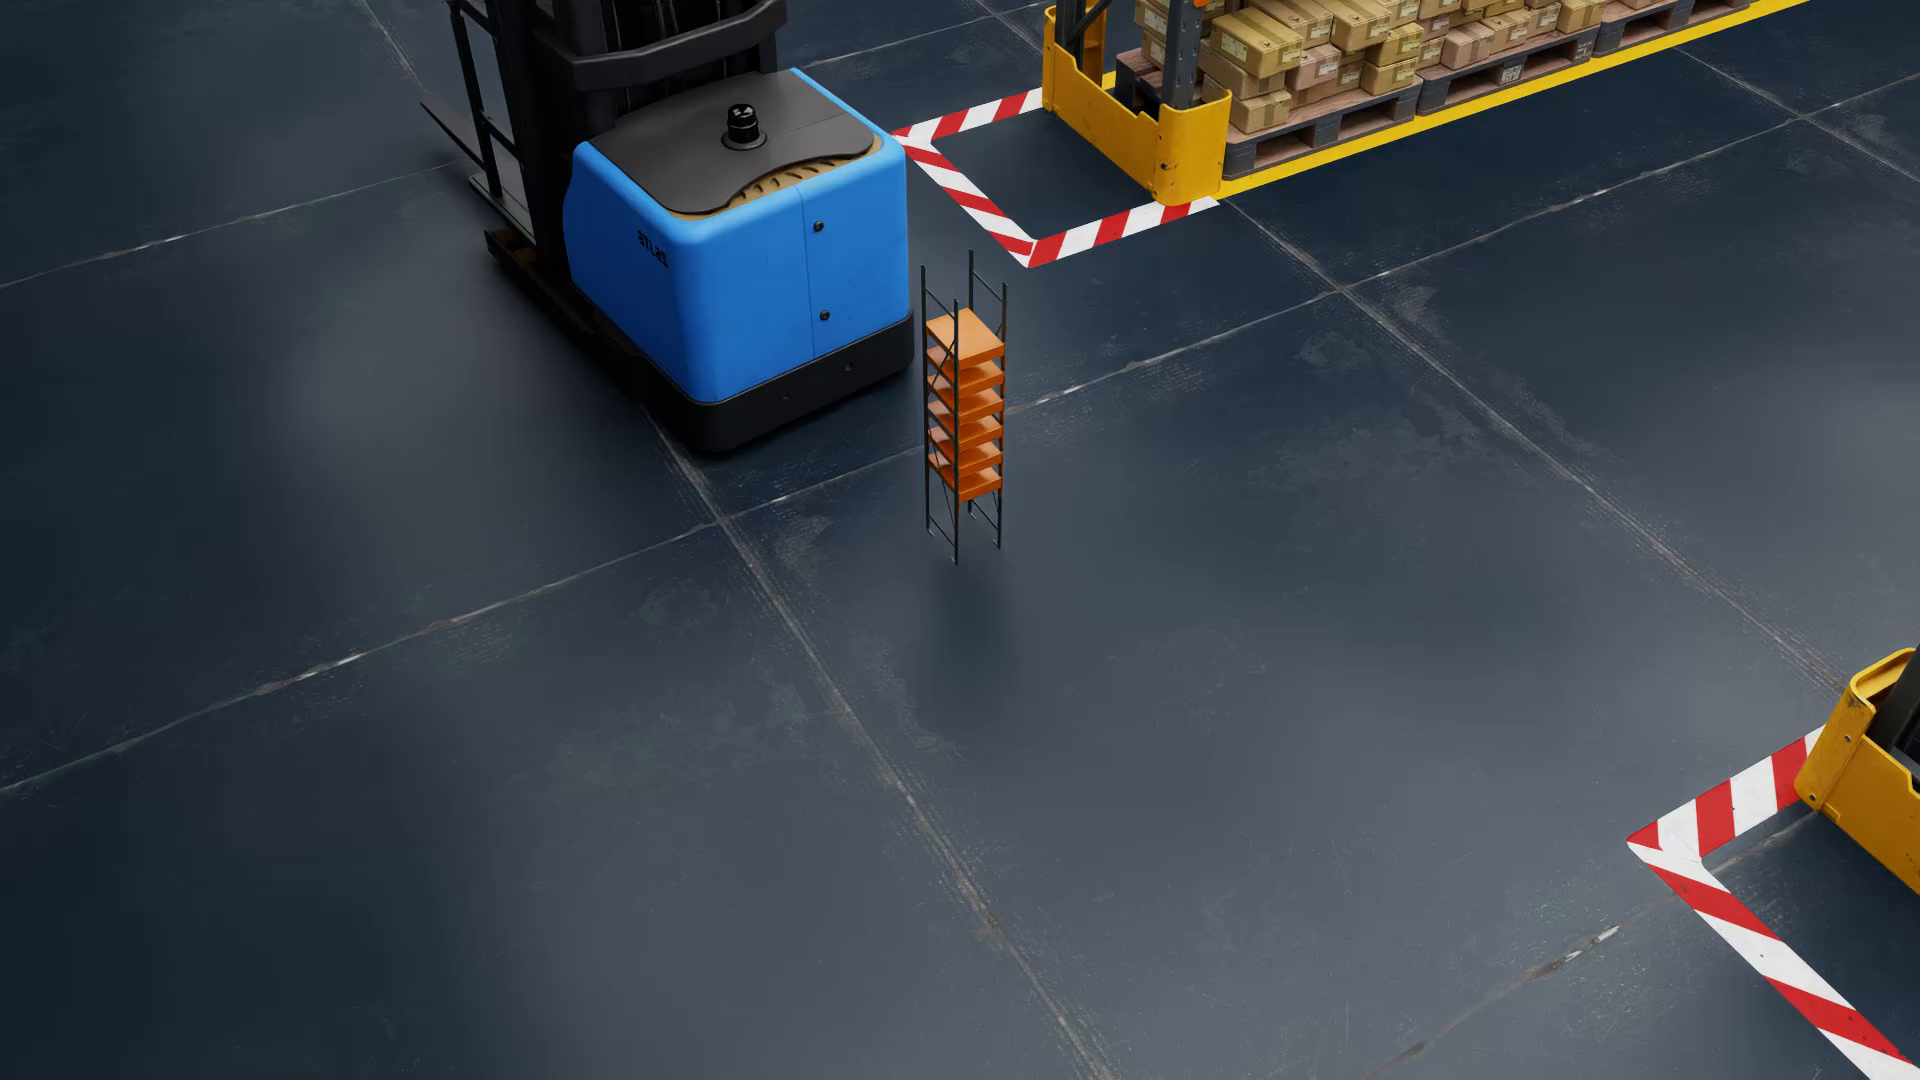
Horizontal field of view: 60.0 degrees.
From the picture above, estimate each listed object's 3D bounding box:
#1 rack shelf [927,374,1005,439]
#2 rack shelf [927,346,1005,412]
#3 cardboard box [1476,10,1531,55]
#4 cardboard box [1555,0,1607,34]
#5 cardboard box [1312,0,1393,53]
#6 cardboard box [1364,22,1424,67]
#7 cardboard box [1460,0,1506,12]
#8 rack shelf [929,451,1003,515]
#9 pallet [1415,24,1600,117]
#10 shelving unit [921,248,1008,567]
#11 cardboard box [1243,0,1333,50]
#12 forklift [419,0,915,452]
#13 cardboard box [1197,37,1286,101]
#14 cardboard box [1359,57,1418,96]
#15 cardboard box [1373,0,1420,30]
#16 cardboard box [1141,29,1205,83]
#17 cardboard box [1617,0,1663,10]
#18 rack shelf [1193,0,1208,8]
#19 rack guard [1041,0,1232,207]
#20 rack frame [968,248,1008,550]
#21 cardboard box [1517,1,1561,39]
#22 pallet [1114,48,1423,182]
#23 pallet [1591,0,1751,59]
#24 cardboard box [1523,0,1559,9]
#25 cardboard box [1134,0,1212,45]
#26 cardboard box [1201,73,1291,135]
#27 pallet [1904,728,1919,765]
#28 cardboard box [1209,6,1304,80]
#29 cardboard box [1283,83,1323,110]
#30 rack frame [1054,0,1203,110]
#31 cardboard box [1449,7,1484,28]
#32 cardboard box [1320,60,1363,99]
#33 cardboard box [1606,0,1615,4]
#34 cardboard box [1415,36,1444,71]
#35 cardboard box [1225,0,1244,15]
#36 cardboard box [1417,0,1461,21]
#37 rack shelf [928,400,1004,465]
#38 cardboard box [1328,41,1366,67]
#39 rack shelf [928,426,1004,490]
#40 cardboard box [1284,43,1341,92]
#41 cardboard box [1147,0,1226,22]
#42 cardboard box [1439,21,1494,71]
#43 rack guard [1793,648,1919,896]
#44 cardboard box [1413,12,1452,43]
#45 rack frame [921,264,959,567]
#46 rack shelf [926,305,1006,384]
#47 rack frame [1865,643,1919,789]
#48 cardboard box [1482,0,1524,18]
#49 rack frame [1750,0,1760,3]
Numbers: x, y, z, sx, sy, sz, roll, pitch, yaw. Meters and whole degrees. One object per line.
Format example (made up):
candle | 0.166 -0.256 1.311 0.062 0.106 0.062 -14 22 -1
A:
rack shelf | 0.013 -0.490 5.785 0.180 0.103 0.258 -22 48 -21
rack shelf | 0.013 -0.576 5.701 0.180 0.103 0.258 -22 48 -21
cardboard box | 2.718 -2.685 8.609 0.250 0.149 0.380 -22 48 -21
cardboard box | 3.170 -2.839 8.767 0.250 0.149 0.380 -22 48 -21
cardboard box | 1.854 -2.520 8.012 0.250 0.149 0.380 -22 48 -21
cardboard box | 2.062 -2.508 8.213 0.250 0.149 0.380 -20 48 -20
cardboard box | 2.524 -2.811 8.311 0.250 0.149 0.380 -21 48 -20
rack shelf | 0.013 -0.231 6.035 0.180 0.103 0.258 -22 48 -21
pallet | 2.614 -2.731 8.912 1.213 0.211 1.003 -22 48 -21
shelving unit | 0.013 -0.436 5.837 0.189 1.200 0.258 -22 48 -21
cardboard box | 1.572 -2.510 8.001 0.250 0.149 0.380 -21 48 -20
forklift | -1.479 -2.373 6.591 1.130 2.935 3.031 -28 51 -26
cardboard box | 1.352 -2.285 7.983 0.250 0.149 0.380 -20 48 -19
cardboard box | 2.058 -2.394 8.308 0.250 0.149 0.380 -21 48 -20
cardboard box | 2.028 -2.656 8.152 0.250 0.149 0.380 -24 49 -23
cardboard box | 1.122 -2.461 8.377 0.250 0.149 0.380 -21 48 -20
cardboard box | 3.603 -3.028 8.961 0.250 0.149 0.380 -23 49 -22
rack shelf | 2.504 -3.460 8.178 4.000 0.370 1.077 -22 48 -21
rack guard | 0.835 -2.154 8.110 0.348 0.500 1.175 -22 48 -21
rack frame | 0.092 -0.467 5.870 0.006 1.200 0.240 -22 48 -21
cardboard box | 2.910 -2.789 8.715 0.250 0.149 0.380 -21 48 -20
pallet | 1.557 -2.311 8.479 1.213 0.211 1.003 -22 48 -21
pallet | 3.673 -3.157 9.352 1.213 0.211 1.003 -22 48 -21
cardboard box | 2.951 -2.931 8.649 0.250 0.149 0.380 -24 49 -23
cardboard box | 1.085 -2.614 8.322 0.250 0.149 0.380 -23 49 -22
cardboard box | 1.383 -2.140 8.047 0.250 0.149 0.380 -21 48 -20
pallet | 3.807 0.682 5.396 1.213 0.211 1.003 -22 48 -21
cardboard box | 1.393 -2.342 7.828 0.250 0.149 0.380 -24 49 -23
cardboard box | 1.569 -2.281 8.192 0.250 0.149 0.380 -22 48 -21
rack frame | 0.769 -3.024 7.212 0.127 3.000 1.000 -22 48 -21
cardboard box | 2.459 -2.777 8.489 0.250 0.149 0.380 -19 47 -19
cardboard box | 1.781 -2.371 8.285 0.250 0.149 0.380 -21 48 -21
cardboard box | 3.315 -3.010 8.943 0.250 0.149 0.380 -23 49 -22
cardboard box | 2.231 -2.540 8.458 0.250 0.149 0.380 -22 48 -21
cardboard box | 1.349 -2.755 8.253 0.250 0.149 0.380 -21 48 -20
cardboard box | 2.273 -2.747 8.245 0.250 0.149 0.380 -20 48 -19
rack shelf | 0.013 -0.404 5.868 0.180 0.103 0.258 -22 48 -21
cardboard box | 1.785 -2.485 8.188 0.250 0.149 0.380 -21 48 -20
rack shelf | 0.013 -0.318 5.952 0.180 0.103 0.258 -22 48 -21
cardboard box | 1.617 -2.346 8.046 0.250 0.149 0.380 -22 48 -21
cardboard box | 1.102 -2.702 8.199 0.250 0.149 0.380 -21 48 -20
cardboard box | 2.491 -2.573 8.493 0.250 0.149 0.380 -24 49 -23
rack guard | 3.132 0.911 4.952 0.348 0.500 1.175 -22 48 -21
cardboard box | 2.245 -2.658 8.367 0.250 0.149 0.380 -24 49 -23
rack frame | -0.067 -0.404 5.805 0.006 1.200 0.240 -22 48 -21
rack shelf | 0.013 -0.662 5.618 0.180 0.103 0.258 -22 48 -21
rack frame | 3.153 0.006 4.090 0.127 3.000 1.000 -22 48 -21
cardboard box | 2.698 -2.865 8.580 0.250 0.149 0.380 -20 47 -19
rack frame | 4.238 -4.412 8.642 0.127 3.000 1.000 -22 48 -21
